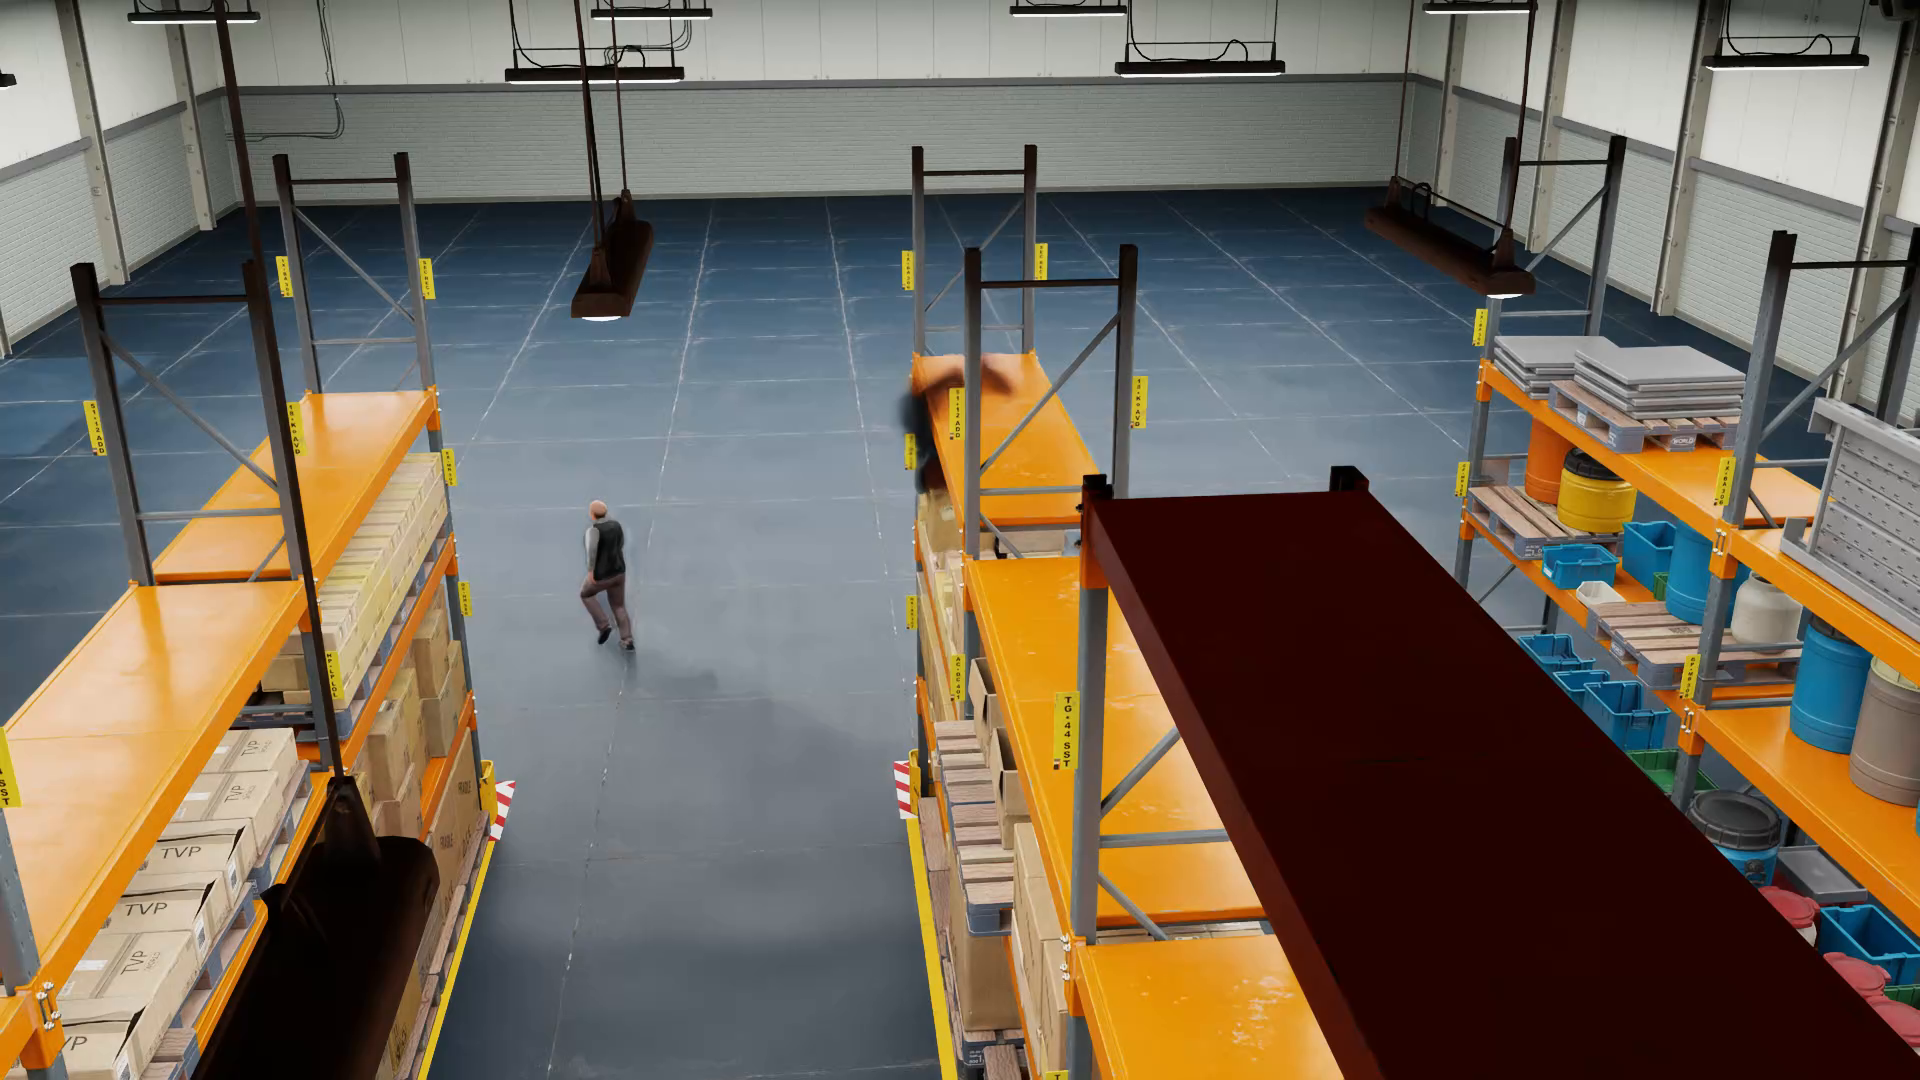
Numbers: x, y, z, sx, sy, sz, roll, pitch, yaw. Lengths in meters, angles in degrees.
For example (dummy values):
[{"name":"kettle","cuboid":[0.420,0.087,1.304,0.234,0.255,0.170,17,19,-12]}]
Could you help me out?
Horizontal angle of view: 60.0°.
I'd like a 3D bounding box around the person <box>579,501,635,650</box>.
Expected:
[{"name":"person","cuboid":[-3.905,0.403,18.296,0.808,1.714,0.682,18,28,37]}]
